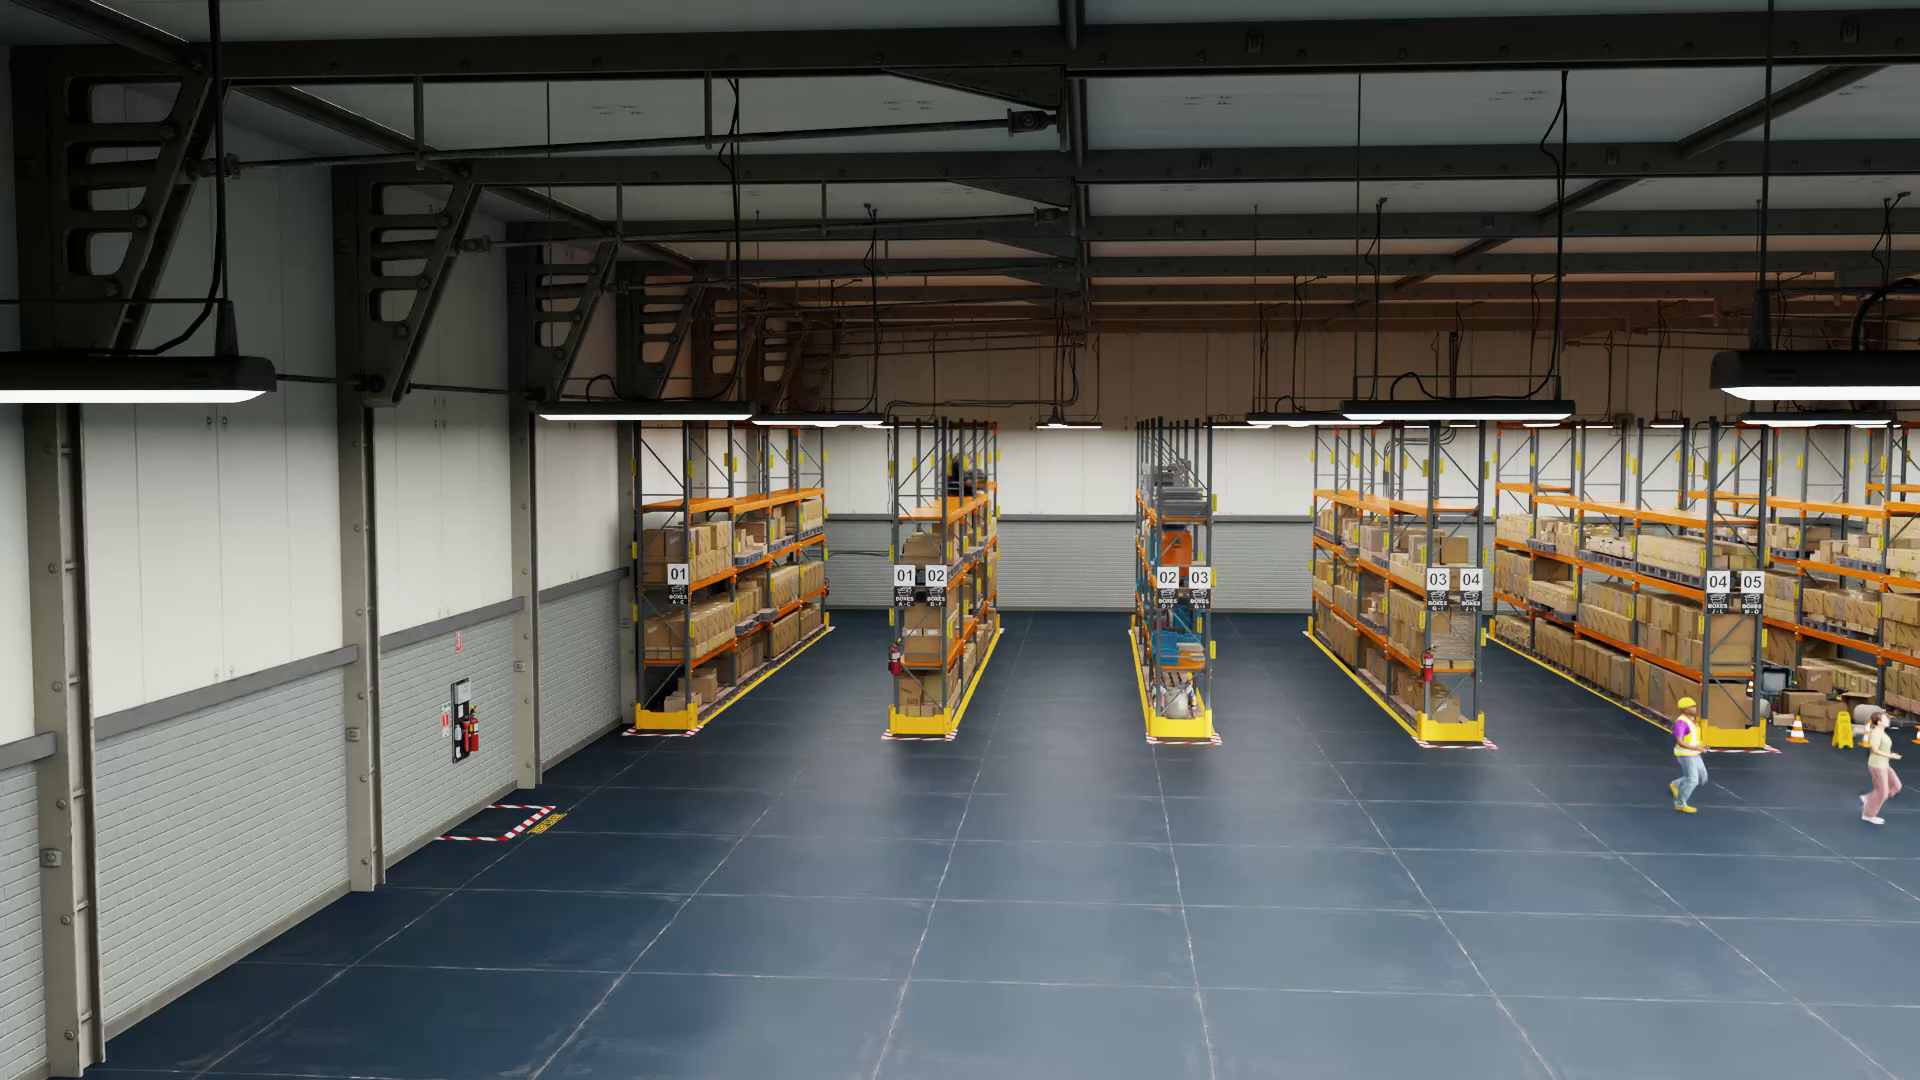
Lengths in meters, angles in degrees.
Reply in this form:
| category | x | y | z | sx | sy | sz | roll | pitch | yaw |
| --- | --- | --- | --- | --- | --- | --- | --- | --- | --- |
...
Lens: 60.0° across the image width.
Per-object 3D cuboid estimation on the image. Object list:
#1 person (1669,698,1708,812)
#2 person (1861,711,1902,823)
| category | x | y | z | sx | sy | sz | roll | pitch | yaw |
| --- | --- | --- | --- | --- | --- | --- | --- | --- | --- |
| person | 10.971 | 3.228 | 25.037 | 0.582 | 1.723 | 0.700 | 3 | 5 | 37 |
| person | 13.452 | 3.315 | 24.273 | 0.525 | 1.640 | 0.627 | 3 | 5 | 36 |
